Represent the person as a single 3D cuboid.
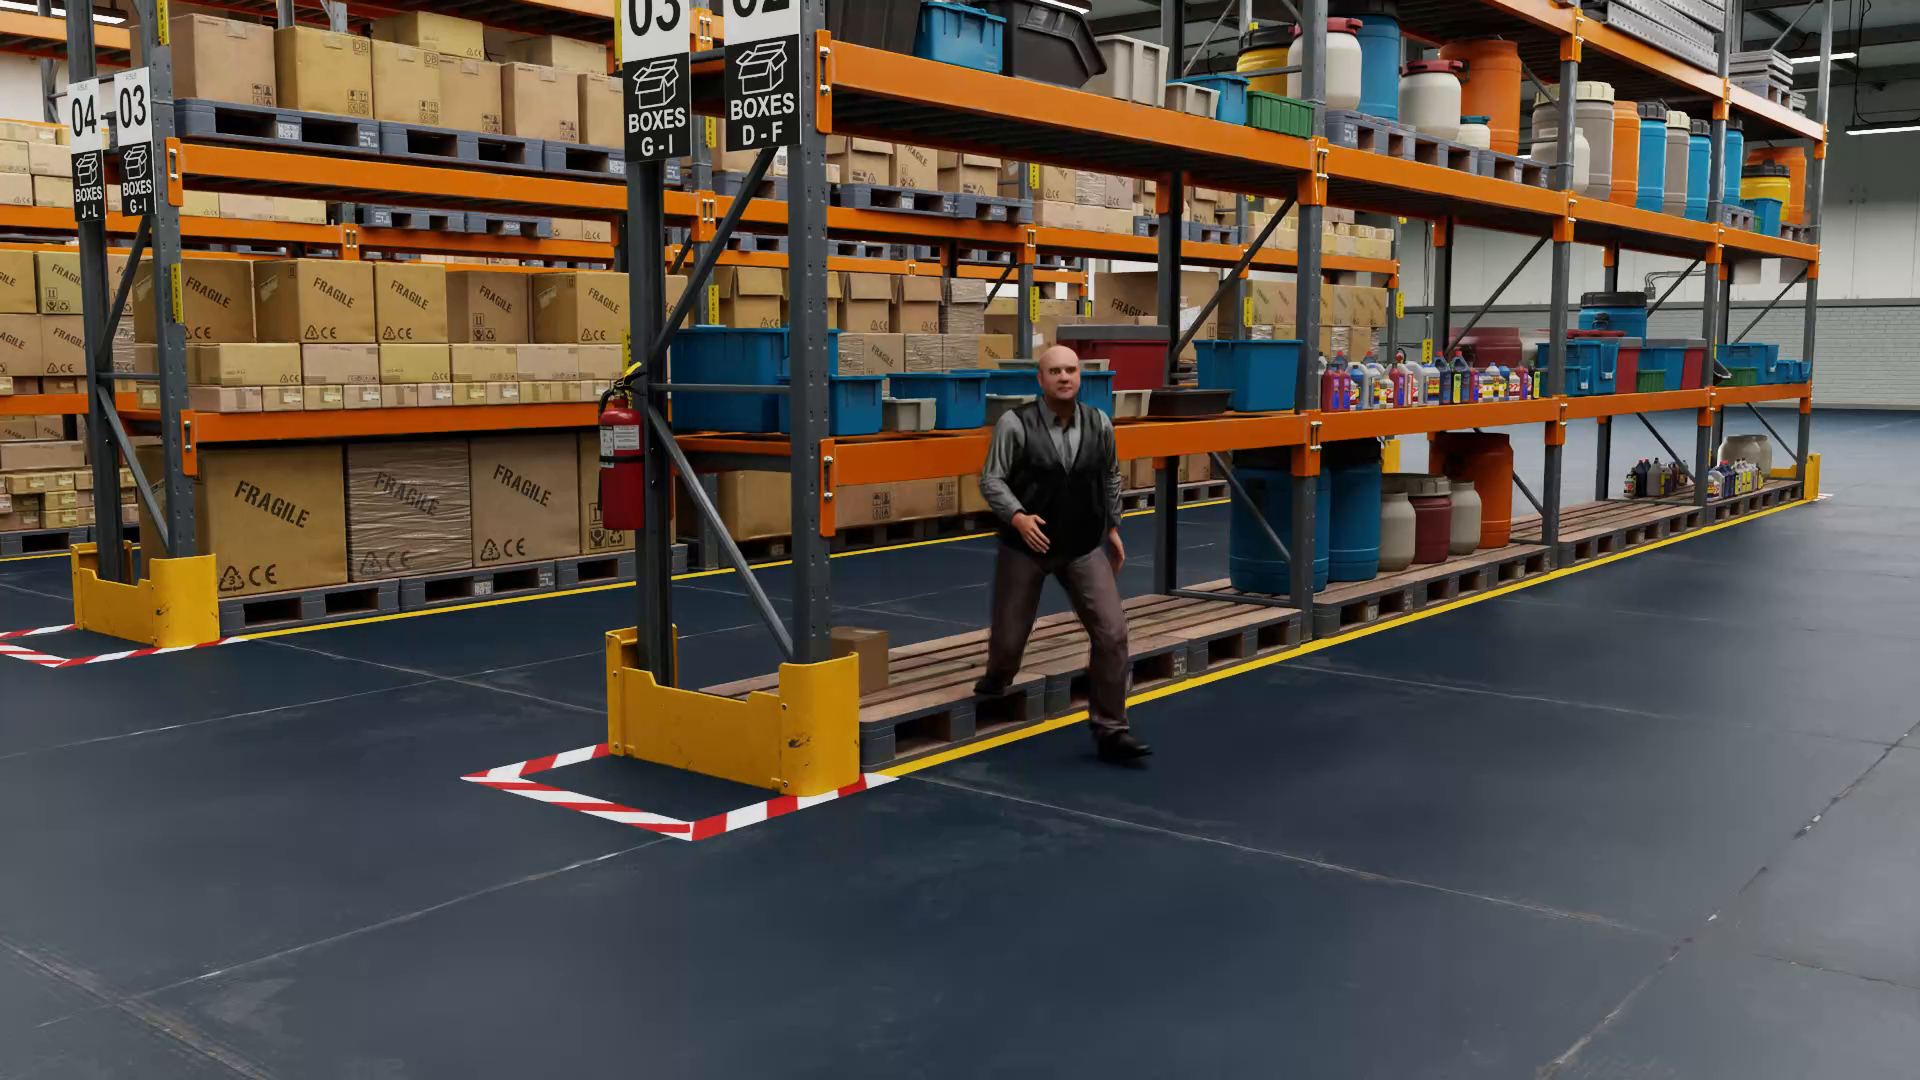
[{"bbox_3d":[0.389,0.038,6.850,0.672,1.665,0.872,-1,7,-8],"label":"person"}]
